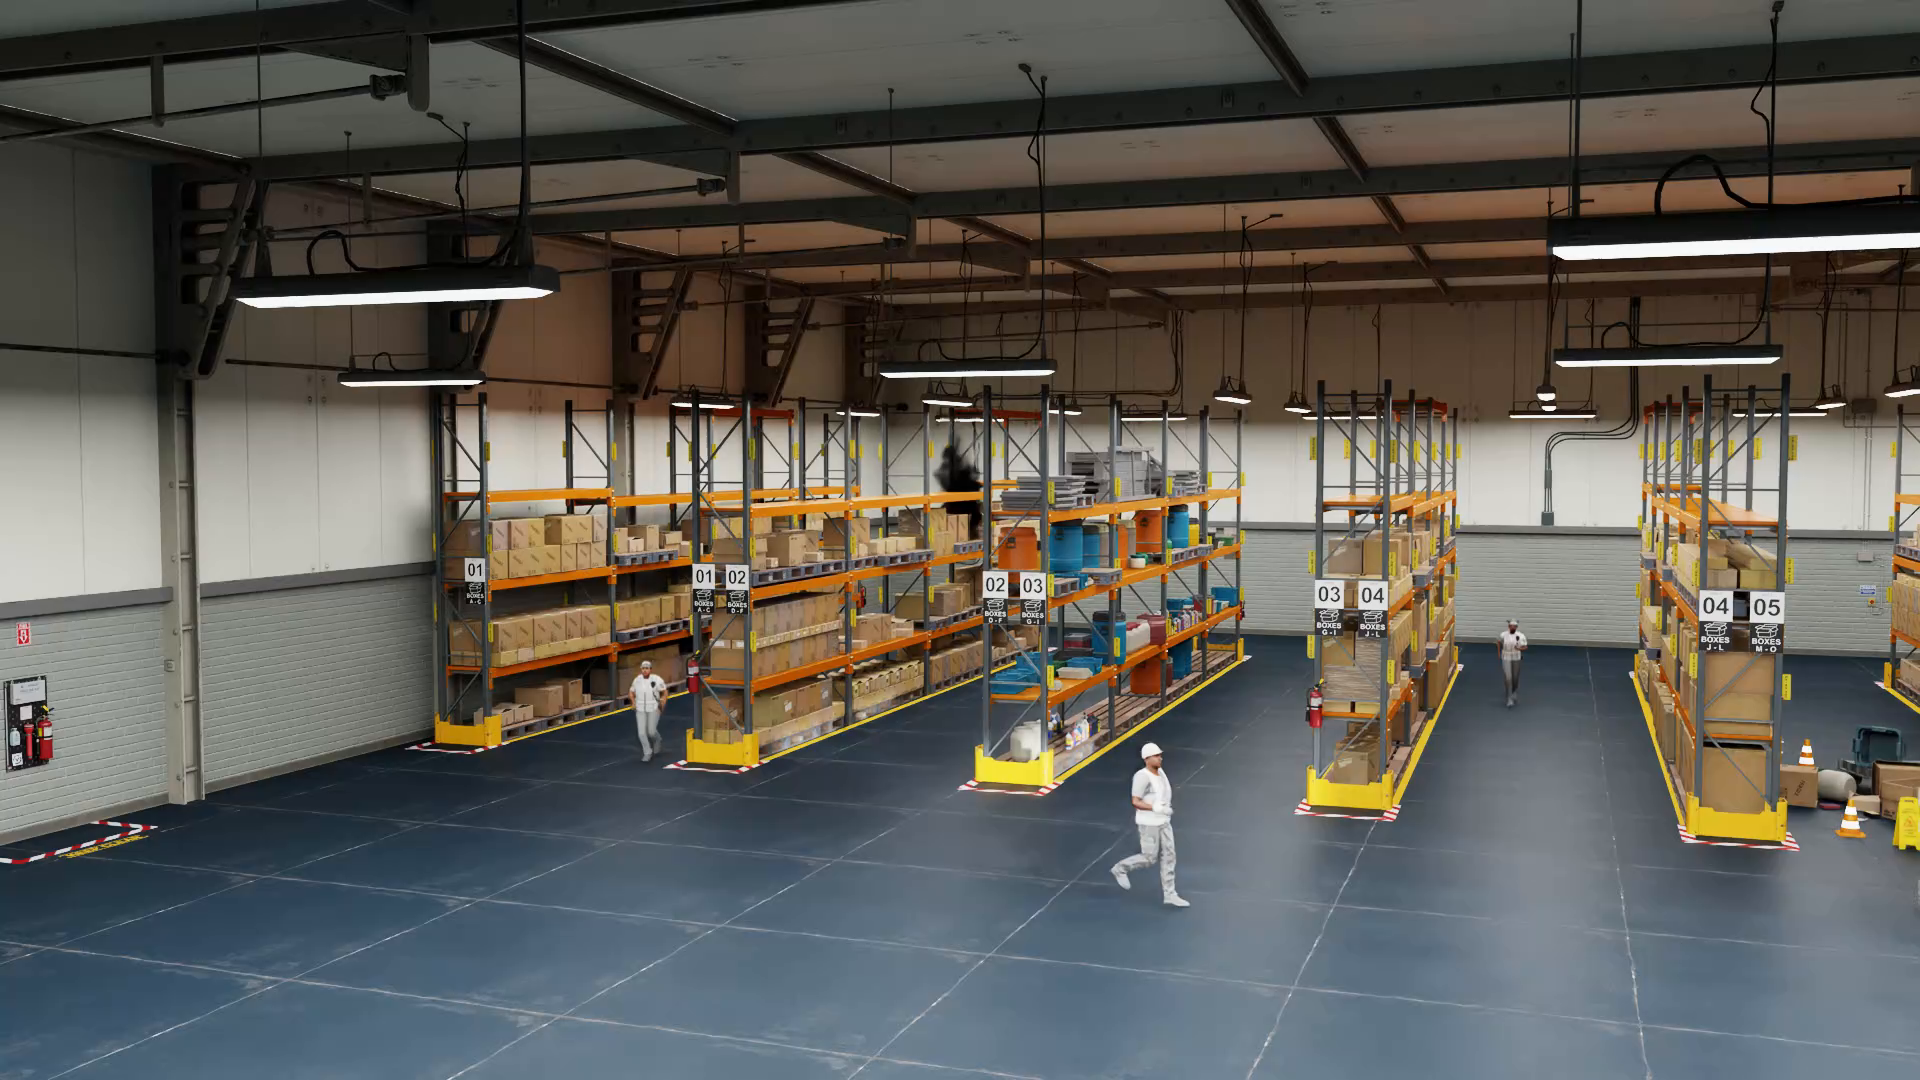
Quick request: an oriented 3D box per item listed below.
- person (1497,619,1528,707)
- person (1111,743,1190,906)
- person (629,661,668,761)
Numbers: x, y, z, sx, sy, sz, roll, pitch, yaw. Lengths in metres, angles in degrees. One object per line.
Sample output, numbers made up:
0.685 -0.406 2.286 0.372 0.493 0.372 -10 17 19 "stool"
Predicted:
10.903 2.383 32.833 0.567 1.697 0.933 1 3 16 "person"
2.123 3.126 18.385 0.940 1.768 0.682 2 4 36 "person"
-5.070 2.773 27.000 0.623 1.638 0.553 0 3 3 "person"
